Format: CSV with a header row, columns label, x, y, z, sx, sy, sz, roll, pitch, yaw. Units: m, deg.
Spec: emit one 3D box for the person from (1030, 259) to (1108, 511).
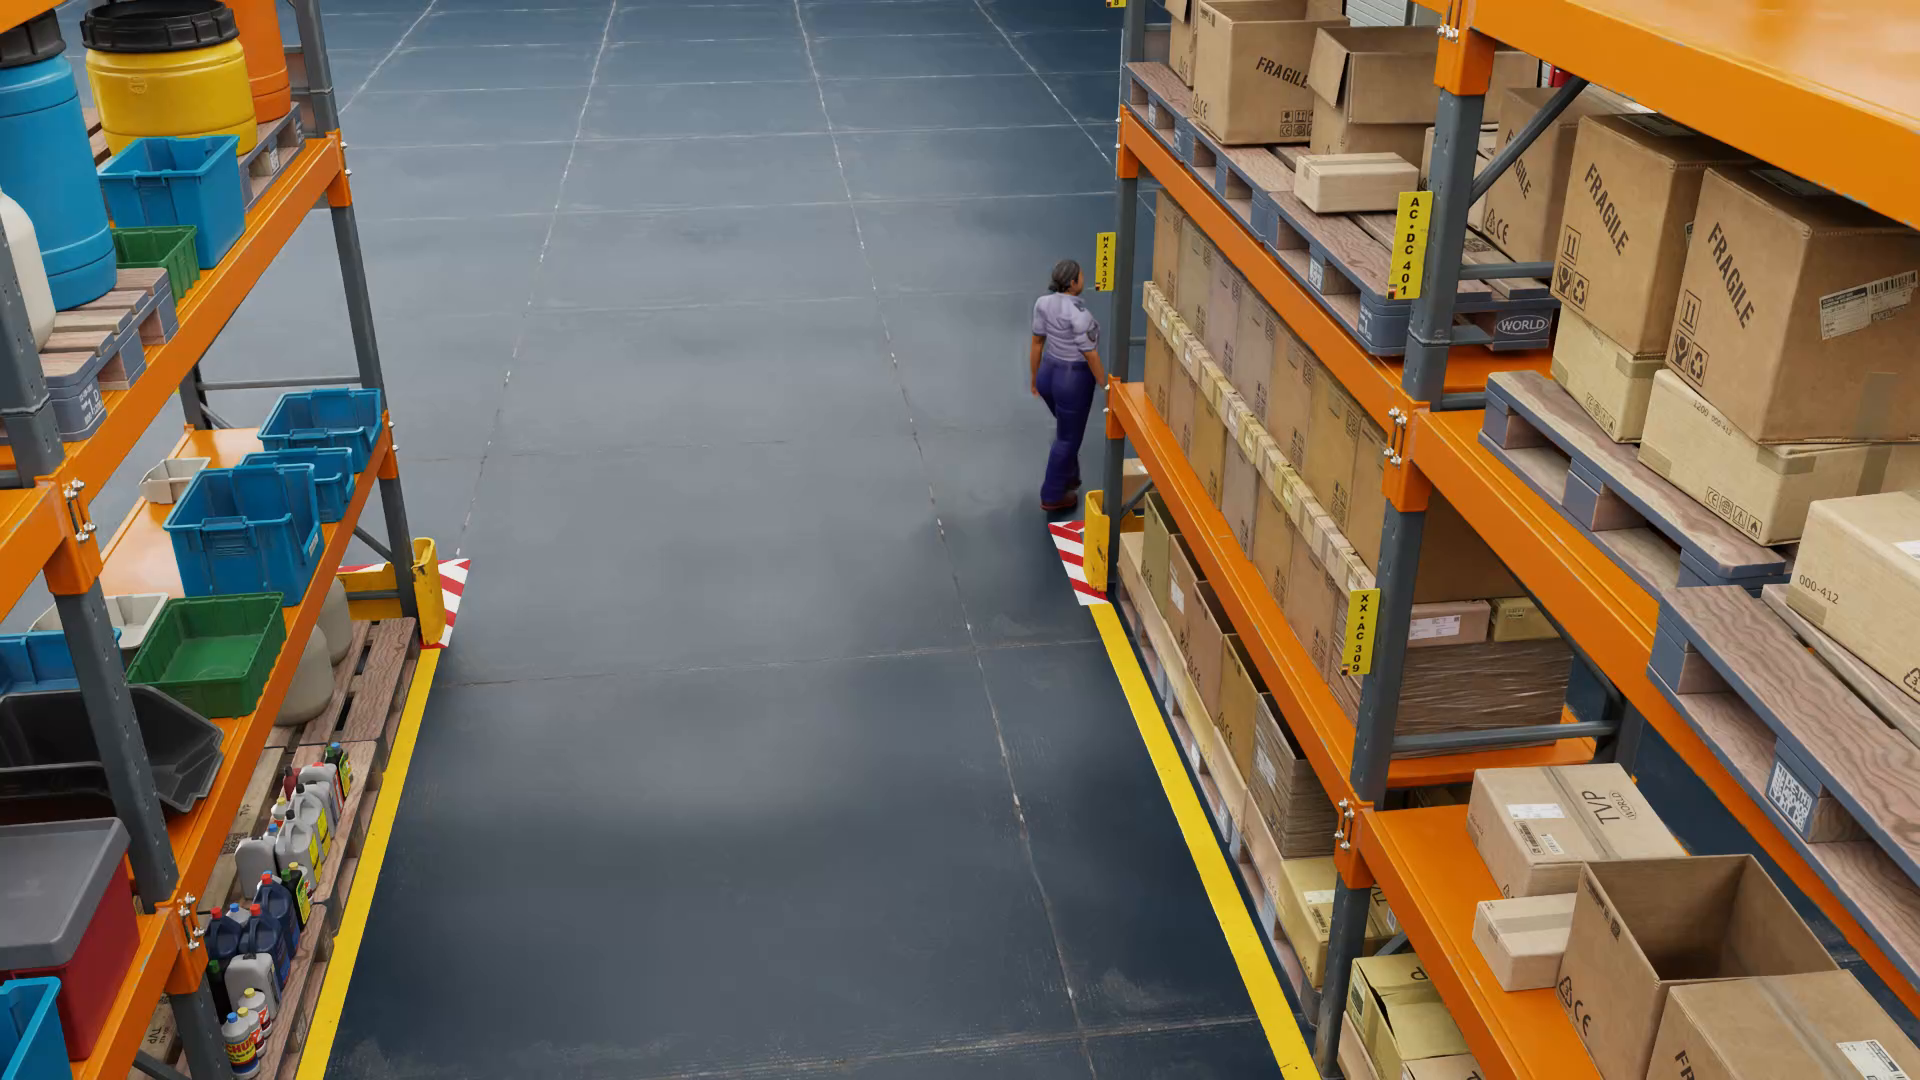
label,x,y,z,sx,sy,sz,roll,pitch,yaw
person,0.718,-0.979,10.550,0.554,1.687,0.523,-18,33,-31
